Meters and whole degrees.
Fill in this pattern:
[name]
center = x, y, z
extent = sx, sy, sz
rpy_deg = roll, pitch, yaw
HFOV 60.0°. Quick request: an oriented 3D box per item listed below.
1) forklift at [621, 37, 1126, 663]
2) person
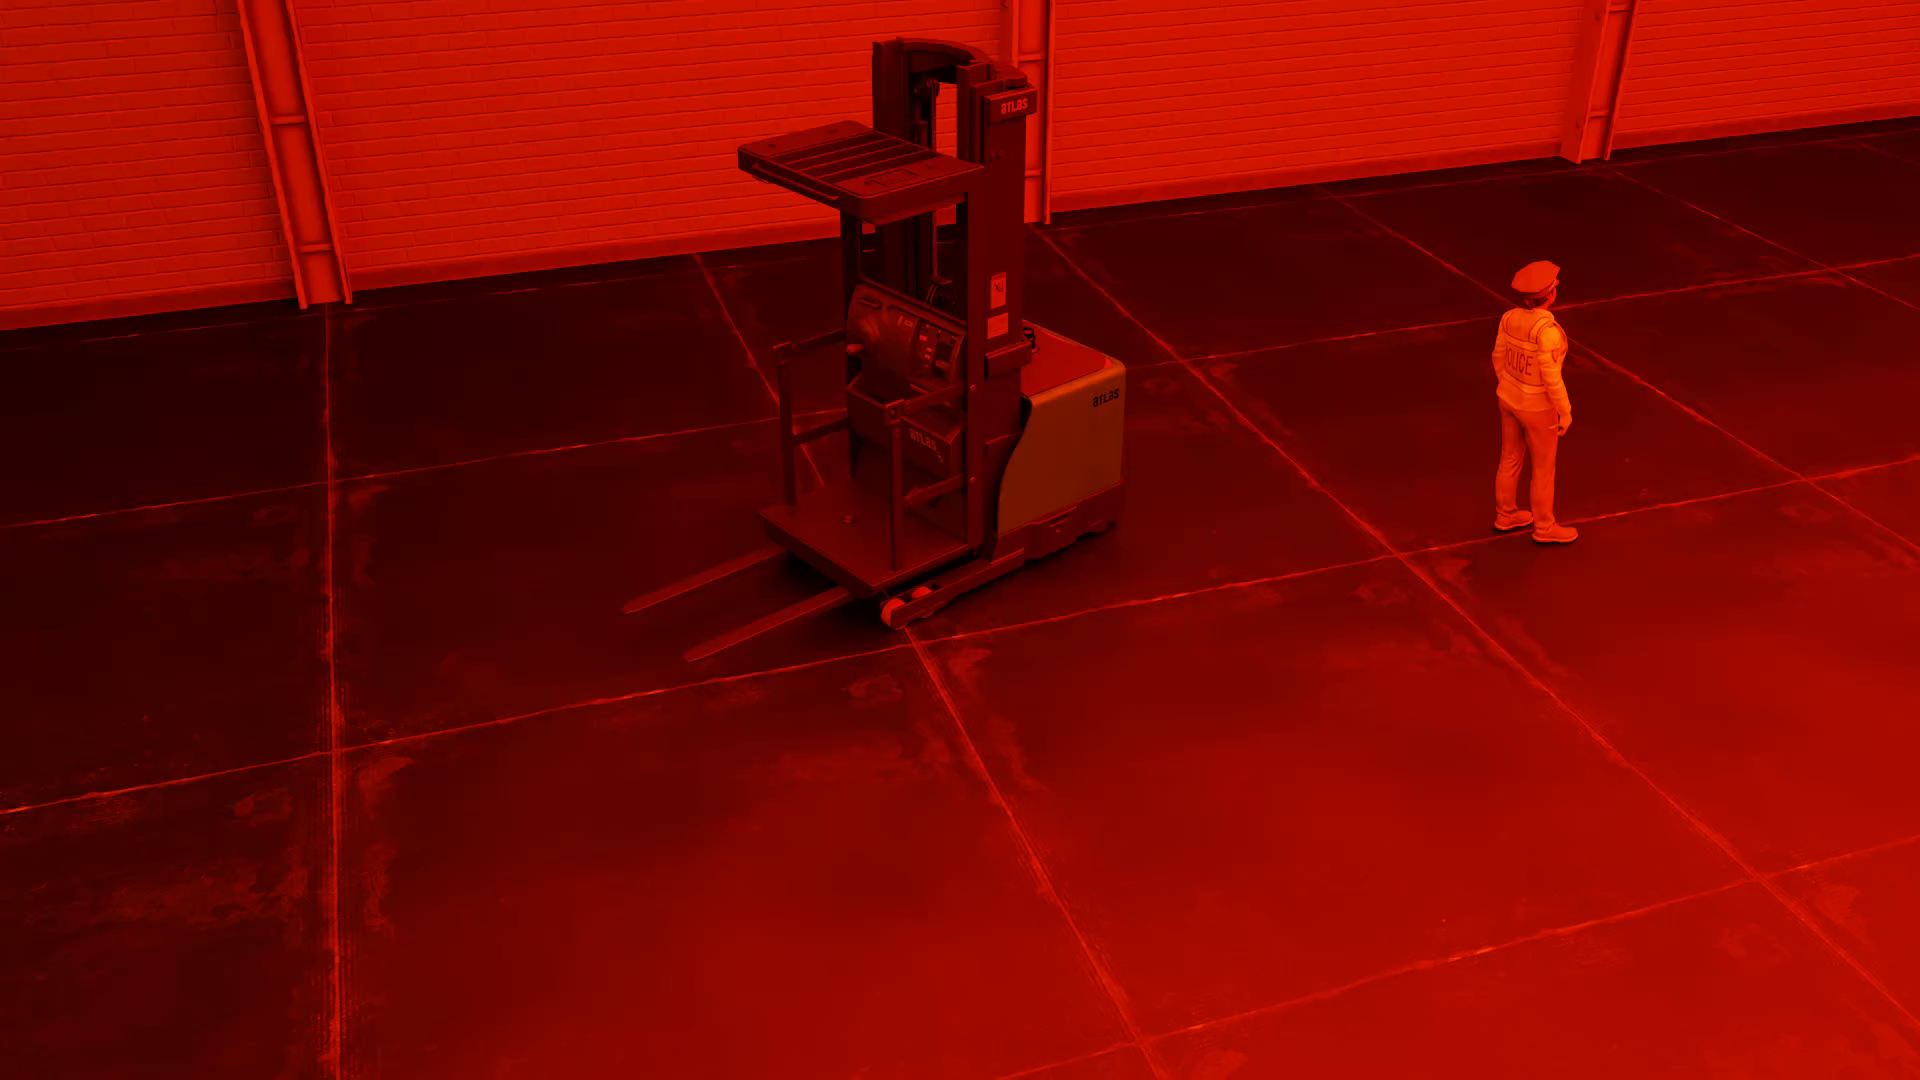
[forklift]
center = -0.461, -1.072, 8.951
extent = 3.031, 2.935, 1.130
rpy_deg = -23, 37, -34
[person]
center = 3.382, -0.816, 9.729
extent = 0.533, 1.694, 0.586
rpy_deg = -12, 32, -20
